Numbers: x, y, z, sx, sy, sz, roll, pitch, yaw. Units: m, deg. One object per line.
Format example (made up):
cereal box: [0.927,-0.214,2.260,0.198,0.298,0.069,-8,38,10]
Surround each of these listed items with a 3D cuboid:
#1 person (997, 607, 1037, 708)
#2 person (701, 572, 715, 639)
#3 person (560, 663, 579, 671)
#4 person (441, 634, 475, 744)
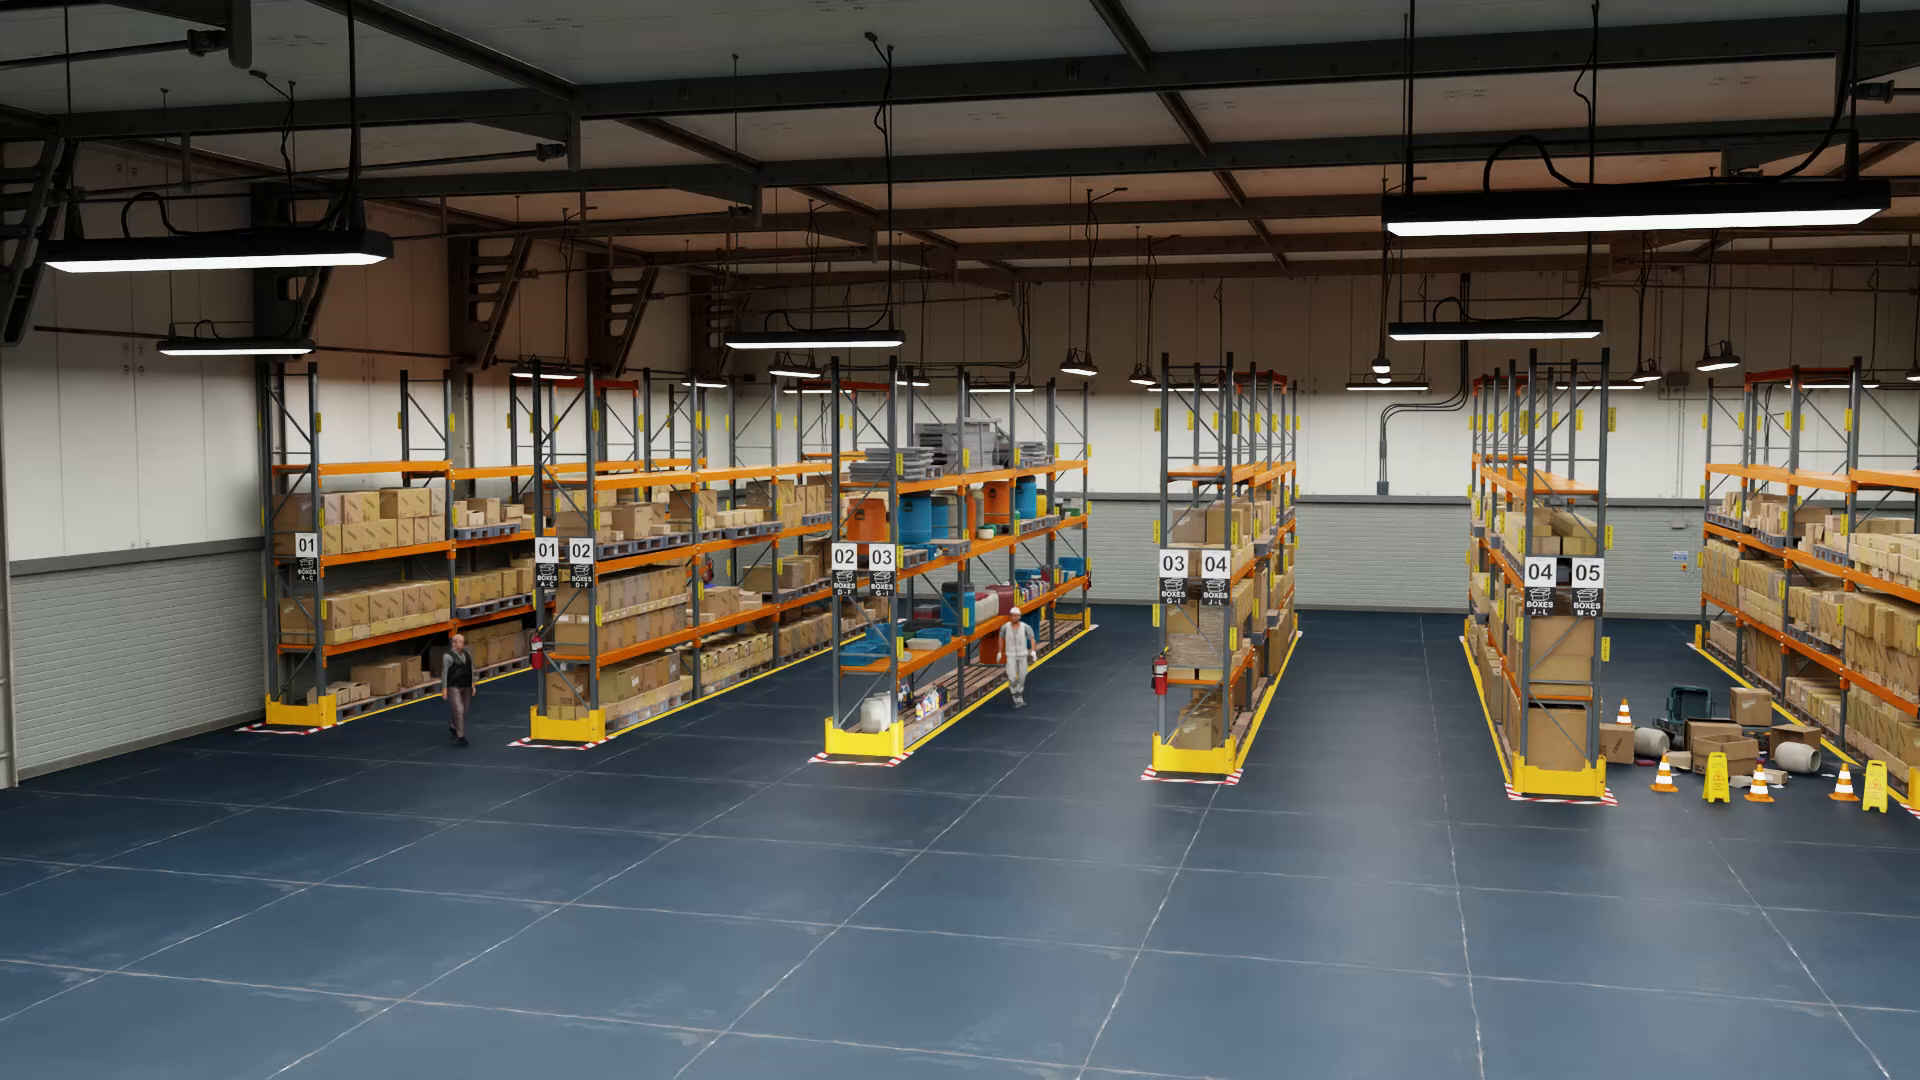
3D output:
person: [0.998,2.101,29.313,0.693,1.843,0.635,0,4,-1]
person: [-5.799,1.524,37.908,0.488,1.586,1.043,0,4,4]
person: [-7.685,1.867,32.825,0.554,1.591,1.078,0,4,-1]
person: [-7.903,2.321,26.177,0.876,1.691,0.548,3,5,35]
